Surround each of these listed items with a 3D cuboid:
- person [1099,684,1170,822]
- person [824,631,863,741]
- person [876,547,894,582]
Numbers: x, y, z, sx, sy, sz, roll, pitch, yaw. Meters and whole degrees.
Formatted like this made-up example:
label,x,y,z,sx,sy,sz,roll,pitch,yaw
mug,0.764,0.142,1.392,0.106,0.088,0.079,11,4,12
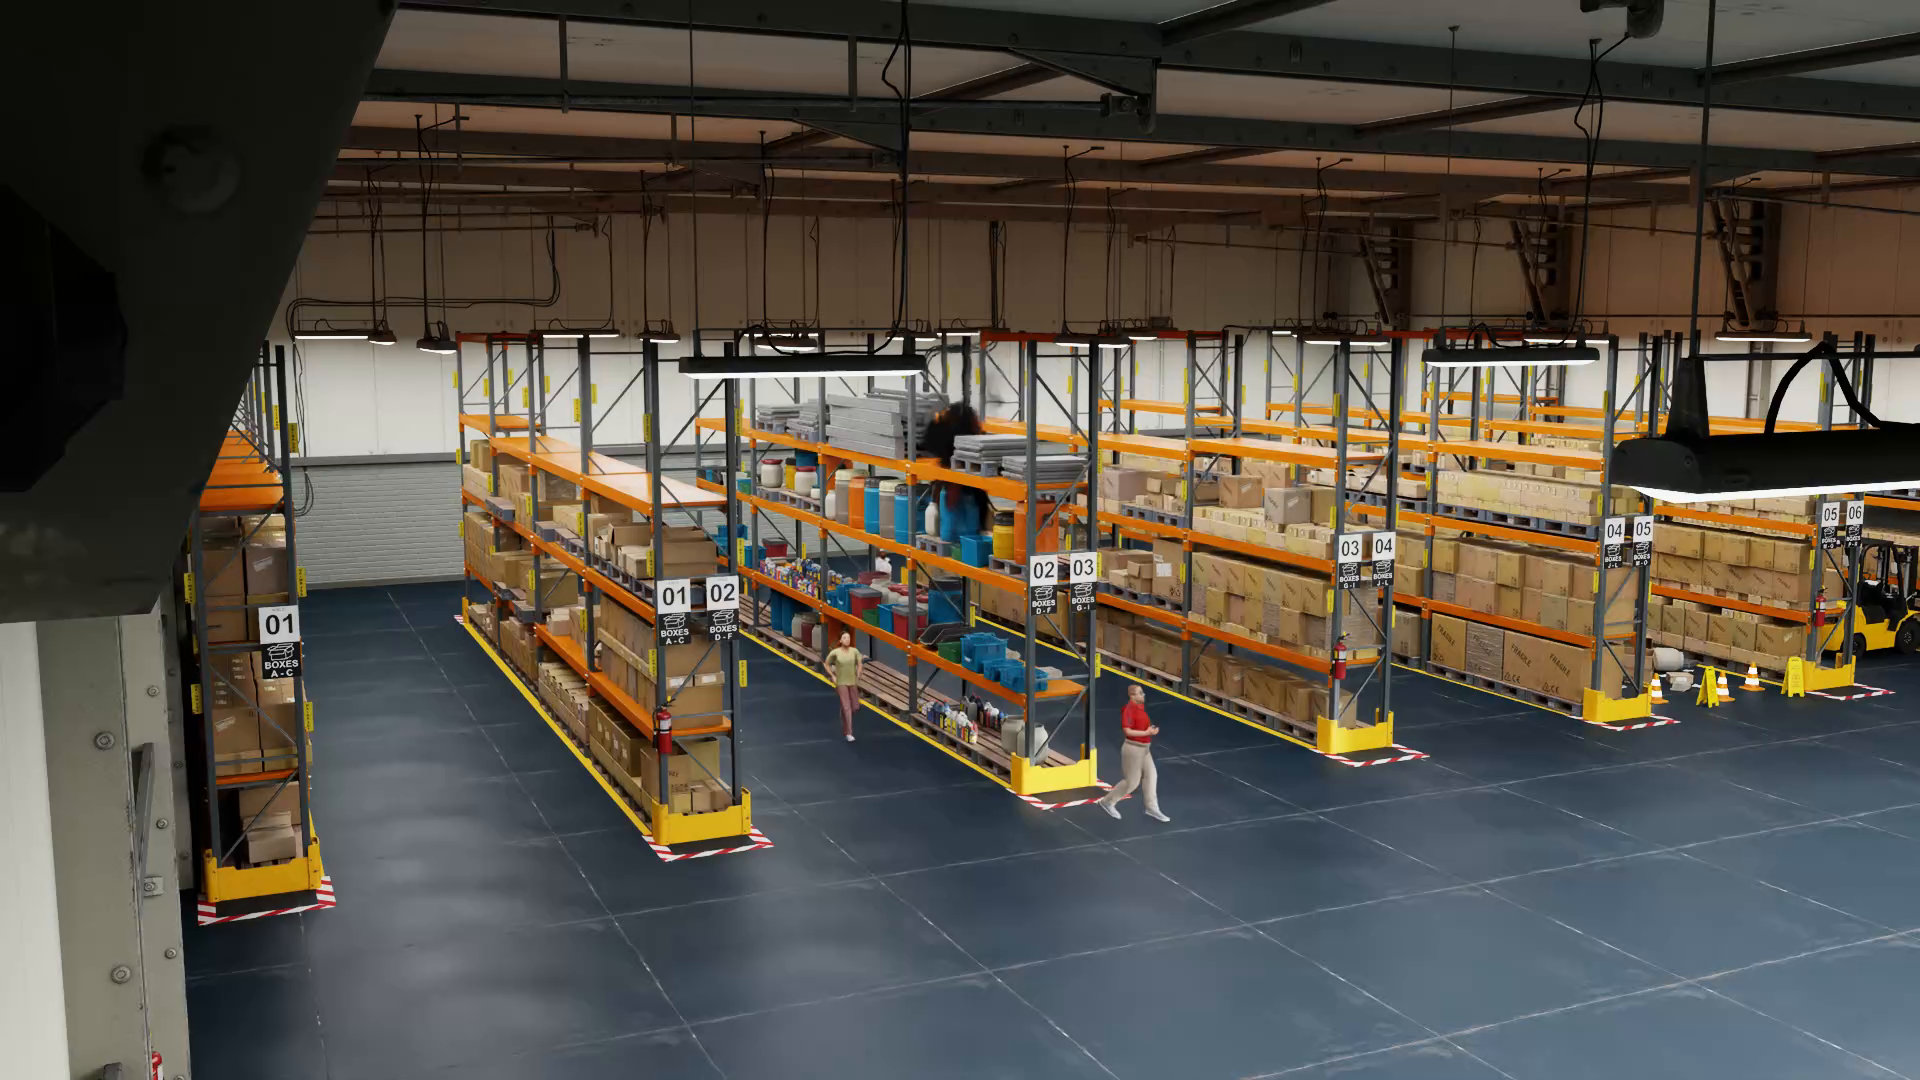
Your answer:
label,x,y,z,sx,sy,sz,roll,pitch,yaw
person,2.190,2.678,20.820,0.863,1.763,0.665,3,8,19
person,-1.734,2.166,24.990,0.586,1.622,0.752,-3,8,-22
person,-1.572,0.958,33.783,0.528,1.751,0.746,-4,9,-30
